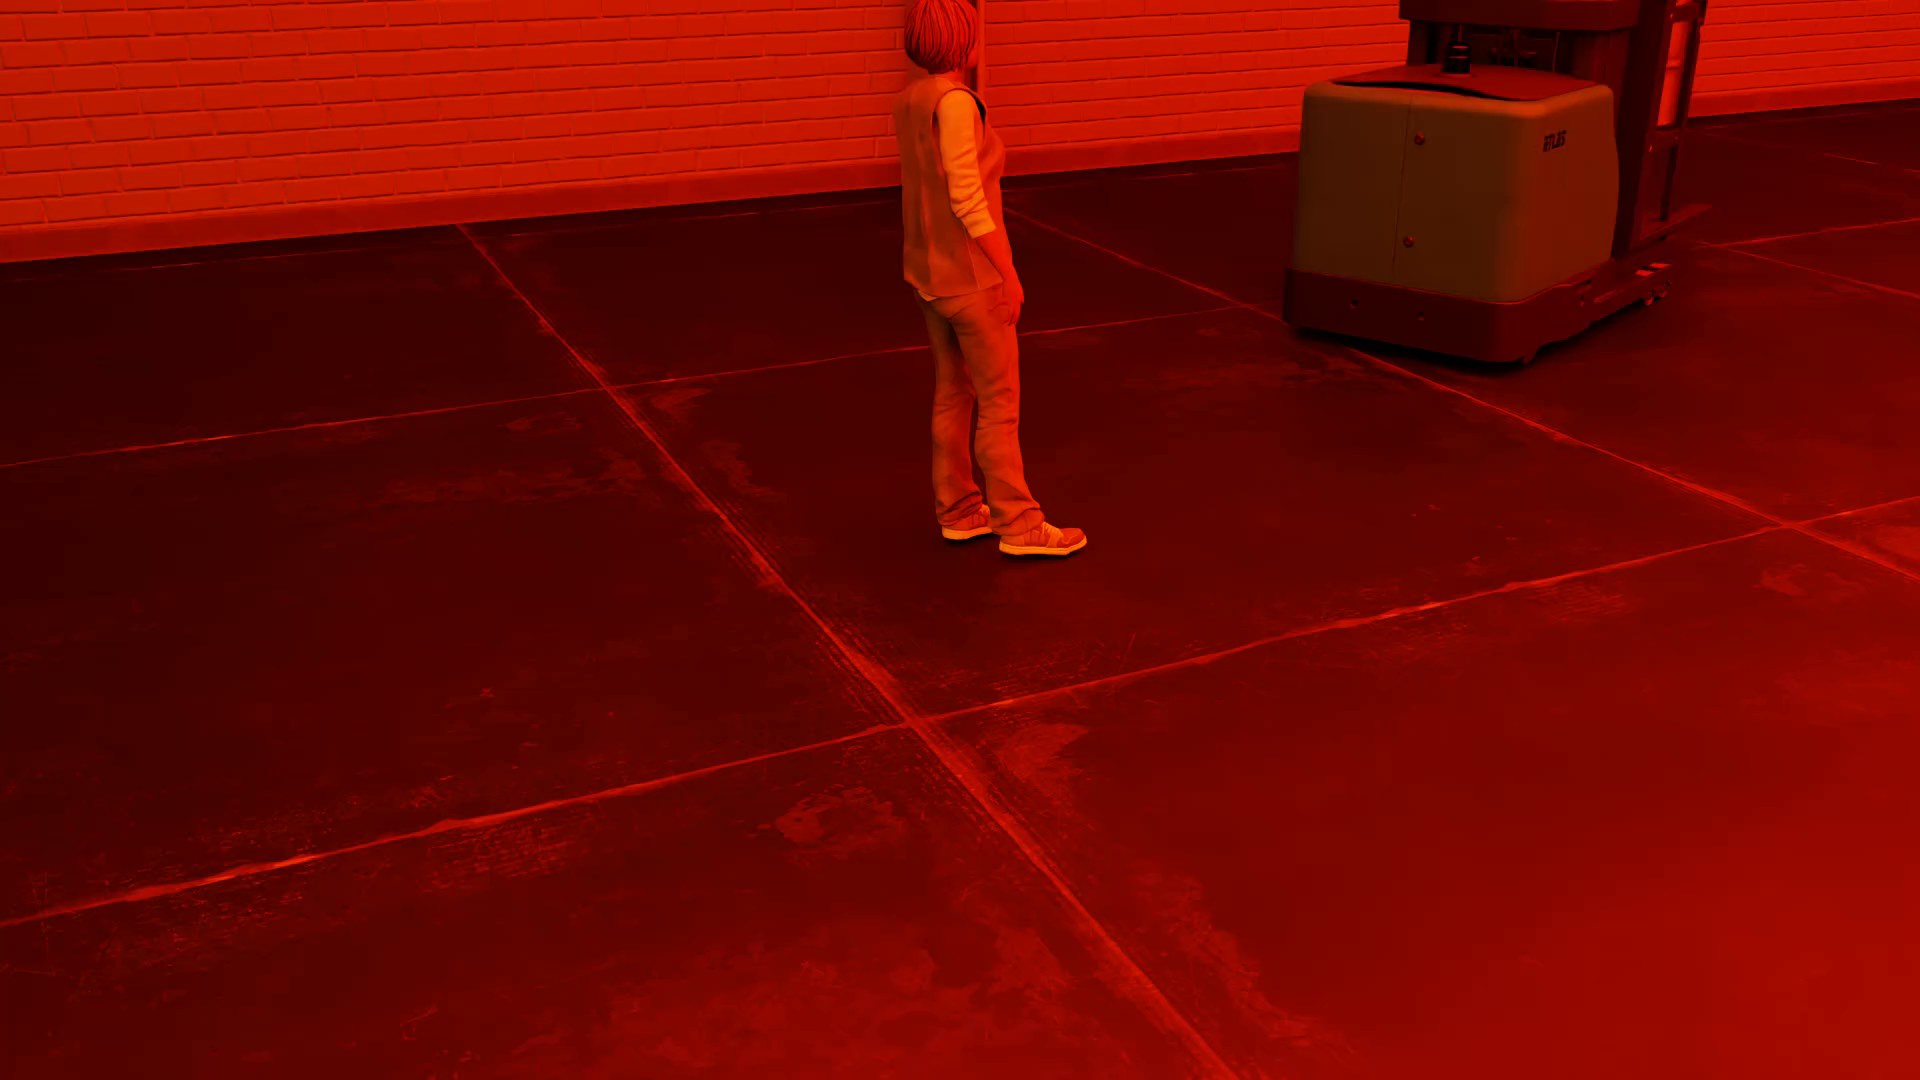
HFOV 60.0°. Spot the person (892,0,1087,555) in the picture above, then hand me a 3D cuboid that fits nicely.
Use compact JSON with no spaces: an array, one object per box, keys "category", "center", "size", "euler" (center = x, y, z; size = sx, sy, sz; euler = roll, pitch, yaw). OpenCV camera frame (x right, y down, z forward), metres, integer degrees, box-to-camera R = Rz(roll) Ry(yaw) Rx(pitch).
[{"category":"person","center":[0.074,-0.752,4.815],"size":[0.473,1.599,0.520],"euler":[-10,25,-23]}]

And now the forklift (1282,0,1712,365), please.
[{"category":"forklift","center":[2.734,-2.551,7.426],"size":[1.130,2.935,3.031],"euler":[18,29,37]}]
